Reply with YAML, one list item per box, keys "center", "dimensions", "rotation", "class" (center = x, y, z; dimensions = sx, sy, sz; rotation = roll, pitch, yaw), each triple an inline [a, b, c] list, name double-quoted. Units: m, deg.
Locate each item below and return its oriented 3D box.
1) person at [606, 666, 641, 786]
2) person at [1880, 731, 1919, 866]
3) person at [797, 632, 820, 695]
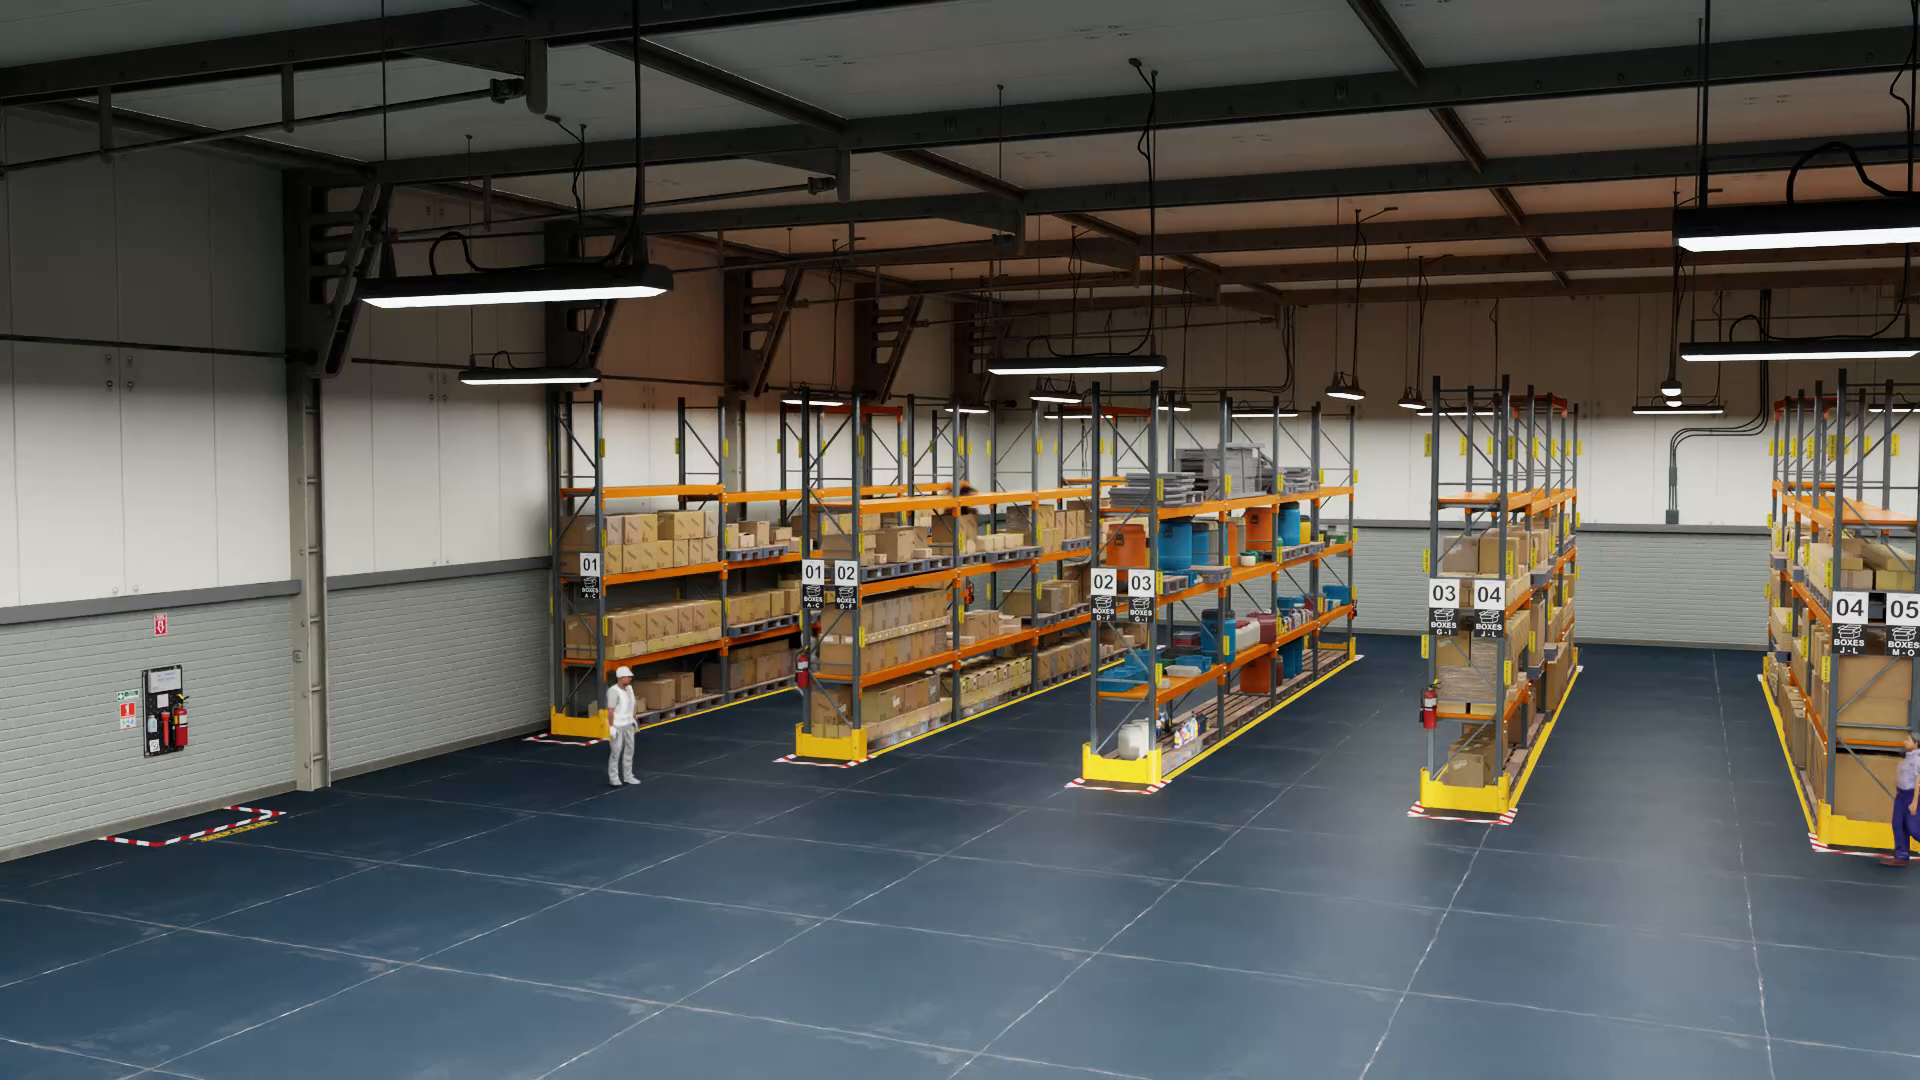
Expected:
- center: [-5.019, 2.755, 24.686]
  dimensions: [0.438, 1.788, 0.604]
  rotation: [1, 3, 25]
  class: "person"
- center: [11.375, 3.096, 19.747]
  dimensions: [0.662, 1.622, 0.484]
  rotation: [0, 3, 1]
  class: "person"
- center: [-3.022, 2.391, 33.297]
  dimensions: [0.500, 1.566, 0.434]
  rotation: [0, 3, -2]
  class: "person"
